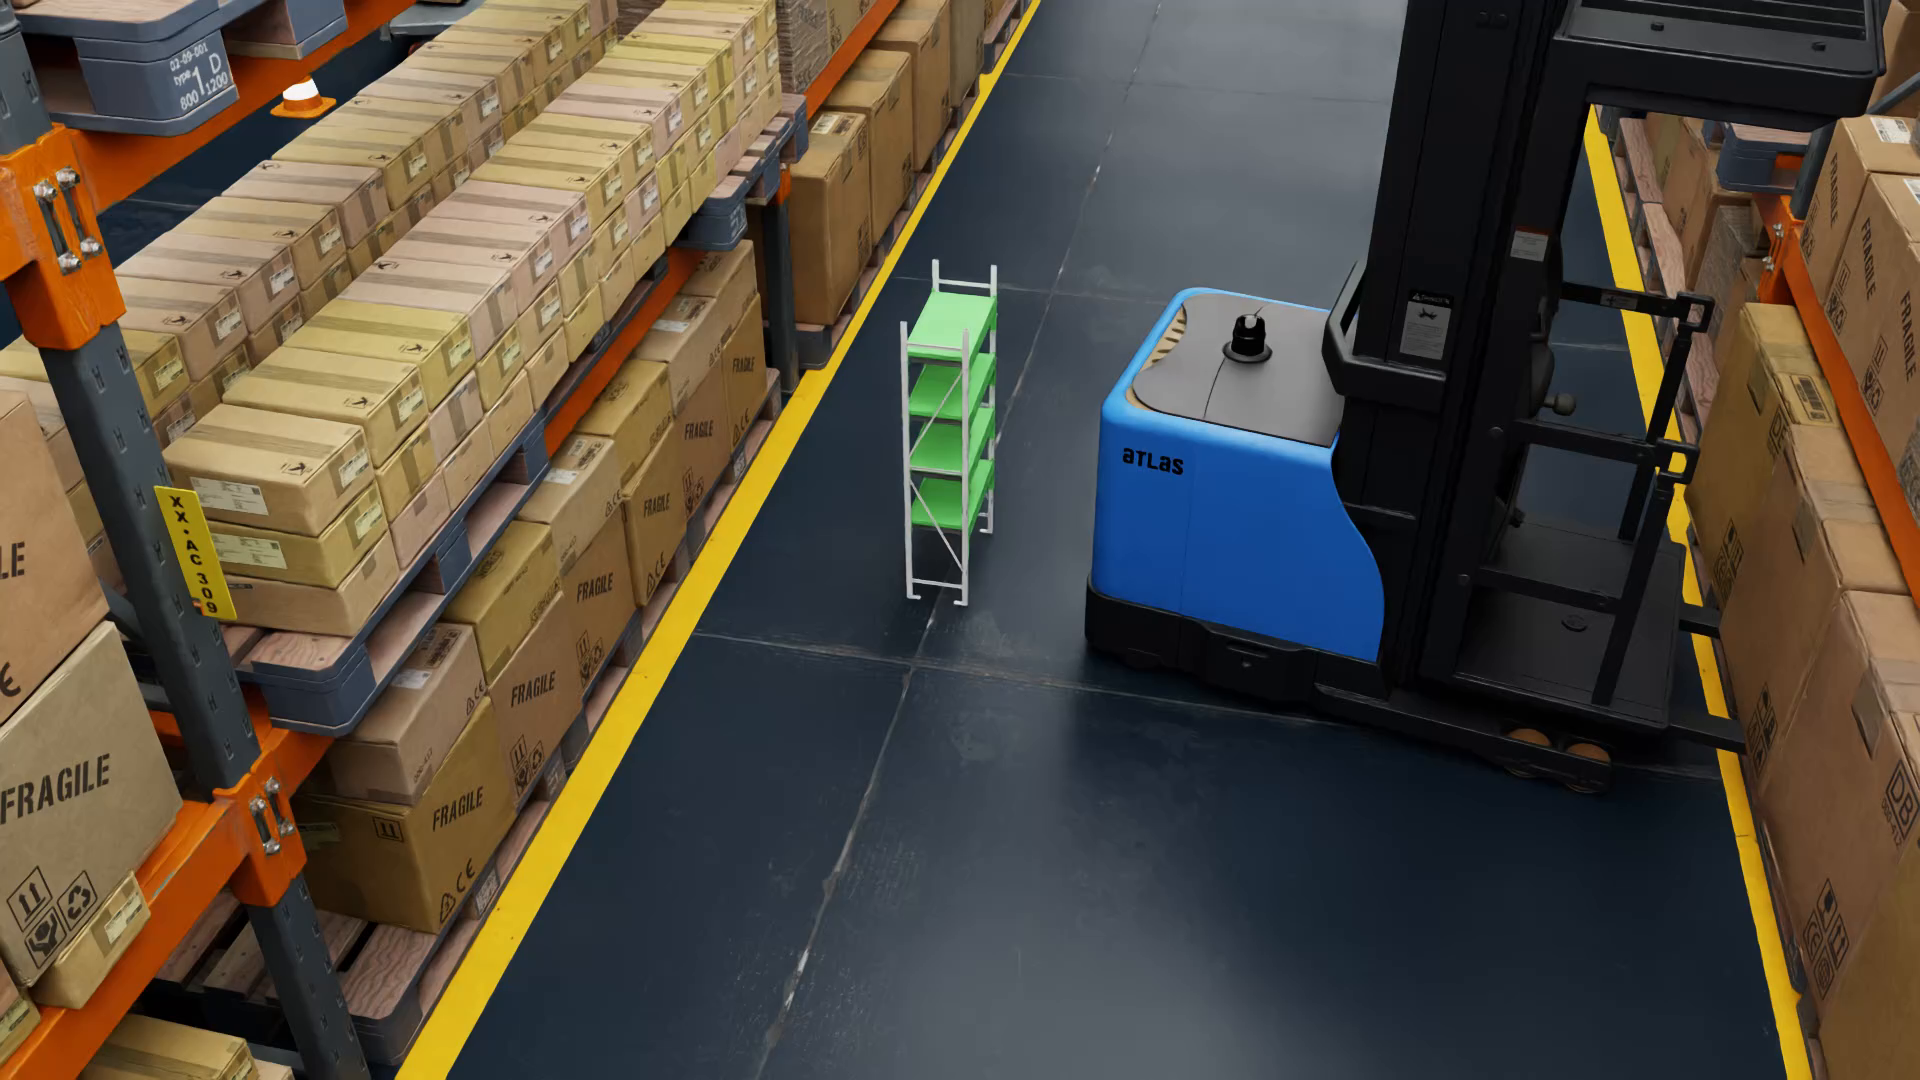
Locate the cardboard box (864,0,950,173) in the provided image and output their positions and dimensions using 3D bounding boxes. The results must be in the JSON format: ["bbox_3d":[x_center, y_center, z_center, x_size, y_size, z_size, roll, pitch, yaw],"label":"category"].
[{"bbox_3d":[-0.649,-2.609,9.353,1.050,0.750,0.750,7,37,10],"label":"cardboard box"}]

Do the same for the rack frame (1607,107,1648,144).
[{"bbox_3d":[4.430,-3.590,9.148,1.000,3.000,0.127,7,37,10],"label":"rack frame"}]

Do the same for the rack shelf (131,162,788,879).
[{"bbox_3d":[-1.676,-0.539,5.550,1.077,0.370,4.000,7,37,10],"label":"rack shelf"}]

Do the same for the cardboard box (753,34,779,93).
[{"bbox_3d":[-0.909,-1.825,6.315,0.380,0.149,0.250,8,37,11],"label":"cardboard box"}]

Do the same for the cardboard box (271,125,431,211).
[{"bbox_3d":[-1.873,-1.149,5.129,0.380,0.149,0.250,7,36,9],"label":"cardboard box"}]

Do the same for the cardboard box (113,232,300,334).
[{"bbox_3d":[-2.038,-0.700,4.509,0.380,0.149,0.250,7,37,10],"label":"cardboard box"}]

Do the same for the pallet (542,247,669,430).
[{"bbox_3d":[-1.631,-0.759,5.405,1.003,0.211,1.213,7,37,10],"label":"pallet"}]

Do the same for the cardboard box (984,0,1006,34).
[{"bbox_3d":[-0.191,-3.931,11.071,0.875,0.875,0.875,8,37,11],"label":"cardboard box"}]

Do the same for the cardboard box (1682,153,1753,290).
[{"bbox_3d":[3.919,-1.495,8.012,0.700,0.500,0.500,10,37,14],"label":"cardboard box"}]

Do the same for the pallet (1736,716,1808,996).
[{"bbox_3d":[3.071,0.972,5.229,1.003,0.211,1.213,7,37,10],"label":"pallet"}]

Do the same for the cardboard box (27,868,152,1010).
[{"bbox_3d":[-1.884,0.773,3.342,0.380,0.149,0.250,6,36,9],"label":"cardboard box"}]

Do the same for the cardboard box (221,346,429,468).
[{"bbox_3d":[-1.516,-0.322,3.987,0.380,0.149,0.250,8,37,11],"label":"cardboard box"}]

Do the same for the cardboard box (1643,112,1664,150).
[{"bbox_3d":[4.278,-2.407,9.270,0.700,0.500,0.500,5,36,6],"label":"cardboard box"}]

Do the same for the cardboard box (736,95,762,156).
[{"bbox_3d":[-0.960,-1.563,6.206,0.380,0.149,0.250,7,37,10],"label":"cardboard box"}]

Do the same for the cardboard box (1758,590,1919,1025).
[{"bbox_3d":[3.028,0.805,4.537,1.225,0.875,0.875,6,36,8],"label":"cardboard box"}]

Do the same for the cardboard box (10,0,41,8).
[{"bbox_3d":[-1.915,-1.312,3.005,0.700,0.500,0.500,7,37,10],"label":"cardboard box"}]

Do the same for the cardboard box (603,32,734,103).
[{"bbox_3d":[-1.017,-1.654,5.825,0.380,0.149,0.250,8,37,11],"label":"cardboard box"}]

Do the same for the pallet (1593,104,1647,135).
[{"bbox_3d":[4.539,-2.851,10.503,1.003,0.211,1.213,7,37,10],"label":"pallet"}]

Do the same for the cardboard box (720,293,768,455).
[{"bbox_3d":[-1.134,-0.725,6.966,0.500,0.500,0.500,7,37,10],"label":"cardboard box"}]

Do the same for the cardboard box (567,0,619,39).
[{"bbox_3d":[-1.537,-2.043,6.362,0.380,0.149,0.250,7,37,10],"label":"cardboard box"}]

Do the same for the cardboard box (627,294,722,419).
[{"bbox_3d":[-1.236,-0.722,6.324,0.500,0.250,0.500,8,37,11],"label":"cardboard box"}]

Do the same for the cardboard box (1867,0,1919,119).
[{"bbox_3d":[3.652,-1.822,6.265,0.500,0.500,0.500,3,36,4],"label":"cardboard box"}]

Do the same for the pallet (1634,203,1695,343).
[{"bbox_3d":[4.007,-1.313,8.382,1.003,0.211,1.213,7,37,10],"label":"pallet"}]

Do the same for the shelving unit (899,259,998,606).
[{"bbox_3d":[-0.035,-0.391,6.267,0.258,1.200,0.503,7,37,10],"label":"shelving unit"}]

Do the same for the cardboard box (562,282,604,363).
[{"bbox_3d":[-1.296,-0.669,4.974,0.380,0.149,0.250,7,36,9],"label":"cardboard box"}]

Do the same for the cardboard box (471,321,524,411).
[{"bbox_3d":[-1.406,-0.486,4.468,0.380,0.149,0.250,6,36,8],"label":"cardboard box"}]

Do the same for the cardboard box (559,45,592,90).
[{"bbox_3d":[-1.604,-1.758,6.222,0.380,0.149,0.250,9,37,12],"label":"cardboard box"}]

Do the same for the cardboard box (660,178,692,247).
[{"bbox_3d":[-1.127,-1.118,5.593,0.380,0.149,0.250,6,36,8],"label":"cardboard box"}]

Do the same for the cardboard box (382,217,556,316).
[{"bbox_3d":[-1.349,-0.758,4.589,0.380,0.149,0.250,7,37,10],"label":"cardboard box"}]

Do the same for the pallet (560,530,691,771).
[{"bbox_3d":[-1.680,0.297,6.160,1.003,0.211,1.213,7,37,10],"label":"pallet"}]

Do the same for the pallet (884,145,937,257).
[{"bbox_3d":[-0.744,-1.988,9.312,1.003,0.211,1.213,7,37,10],"label":"pallet"}]

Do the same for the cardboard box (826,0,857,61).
[{"bbox_3d":[-0.783,-2.533,7.603,0.500,0.500,0.500,7,37,10],"label":"cardboard box"}]

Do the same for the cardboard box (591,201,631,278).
[{"bbox_3d":[-1.237,-0.937,5.090,0.380,0.149,0.250,7,36,9],"label":"cardboard box"}]

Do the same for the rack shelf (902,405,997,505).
[{"bbox_3d":[-0.035,-0.339,6.304,0.258,0.148,0.480,7,37,10],"label":"rack shelf"}]

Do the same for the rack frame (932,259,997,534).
[{"bbox_3d":[0.017,-0.531,6.460,0.240,1.200,0.015,7,37,10],"label":"rack frame"}]

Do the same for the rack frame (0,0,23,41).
[{"bbox_3d":[-2.103,-2.113,1.997,1.000,3.000,0.127,7,37,10],"label":"rack frame"}]

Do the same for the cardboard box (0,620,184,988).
[{"bbox_3d":[-1.930,0.468,3.209,0.500,0.500,0.500,7,37,10],"label":"cardboard box"}]

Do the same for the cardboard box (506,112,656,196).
[{"bbox_3d":[-1.184,-1.206,5.208,0.380,0.149,0.250,9,37,12],"label":"cardboard box"}]

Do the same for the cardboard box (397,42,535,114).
[{"bbox_3d":[-1.705,-1.599,5.750,0.380,0.149,0.250,6,36,8],"label":"cardboard box"}]

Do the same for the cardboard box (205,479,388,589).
[{"bbox_3d":[-1.569,-0.040,3.853,0.380,0.149,0.250,8,37,11],"label":"cardboard box"}]

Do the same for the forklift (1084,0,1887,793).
[{"bbox_3d":[2.027,-0.694,5.210,3.031,2.935,1.130,14,38,18],"label":"forklift"}]

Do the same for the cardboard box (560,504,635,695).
[{"bbox_3d":[-1.476,0.163,5.742,0.500,0.500,0.500,8,37,11],"label":"cardboard box"}]

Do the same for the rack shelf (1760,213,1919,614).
[{"bbox_3d":[3.148,0.141,4.613,1.077,0.370,4.000,7,37,10],"label":"rack shelf"}]

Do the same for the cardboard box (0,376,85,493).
[{"bbox_3d":[-2.208,-0.247,3.884,0.380,0.149,0.250,9,37,12],"label":"cardboard box"}]

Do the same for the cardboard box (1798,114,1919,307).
[{"bbox_3d":[3.206,-1.093,5.617,0.500,0.500,0.500,8,37,11],"label":"cardboard box"}]

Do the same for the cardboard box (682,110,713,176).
[{"bbox_3d":[-1.072,-1.377,5.697,0.380,0.149,0.250,7,37,10],"label":"cardboard box"}]

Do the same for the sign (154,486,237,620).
[{"bbox_3d":[-1.571,0.030,3.415,0.100,0.325,0.005,7,37,10],"label":"sign"}]

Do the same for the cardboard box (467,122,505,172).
[{"bbox_3d":[-1.765,-1.317,5.614,0.380,0.149,0.250,7,37,10],"label":"cardboard box"}]

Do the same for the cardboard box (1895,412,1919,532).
[{"bbox_3d":[2.883,-0.217,4.408,0.500,0.500,0.500,7,37,10],"label":"cardboard box"}]

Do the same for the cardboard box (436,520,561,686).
[{"bbox_3d":[-1.576,0.159,5.108,0.500,0.250,0.500,8,37,11],"label":"cardboard box"}]

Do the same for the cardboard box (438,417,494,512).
[{"bbox_3d":[-1.459,-0.223,4.357,0.380,0.149,0.250,8,37,10],"label":"cardboard box"}]

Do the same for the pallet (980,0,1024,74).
[{"bbox_3d":[-0.155,-3.567,11.492,1.003,0.211,1.213,7,37,10],"label":"pallet"}]

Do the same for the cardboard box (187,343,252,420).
[{"bbox_3d":[-2.100,-0.418,4.374,0.380,0.149,0.250,9,37,12],"label":"cardboard box"}]

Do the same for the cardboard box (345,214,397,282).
[{"bbox_3d":[-1.933,-0.881,5.013,0.380,0.149,0.250,7,37,10],"label":"cardboard box"}]

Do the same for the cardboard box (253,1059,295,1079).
[{"bbox_3d":[-1.860,1.401,4.079,0.380,0.149,0.250,8,37,11],"label":"cardboard box"}]
